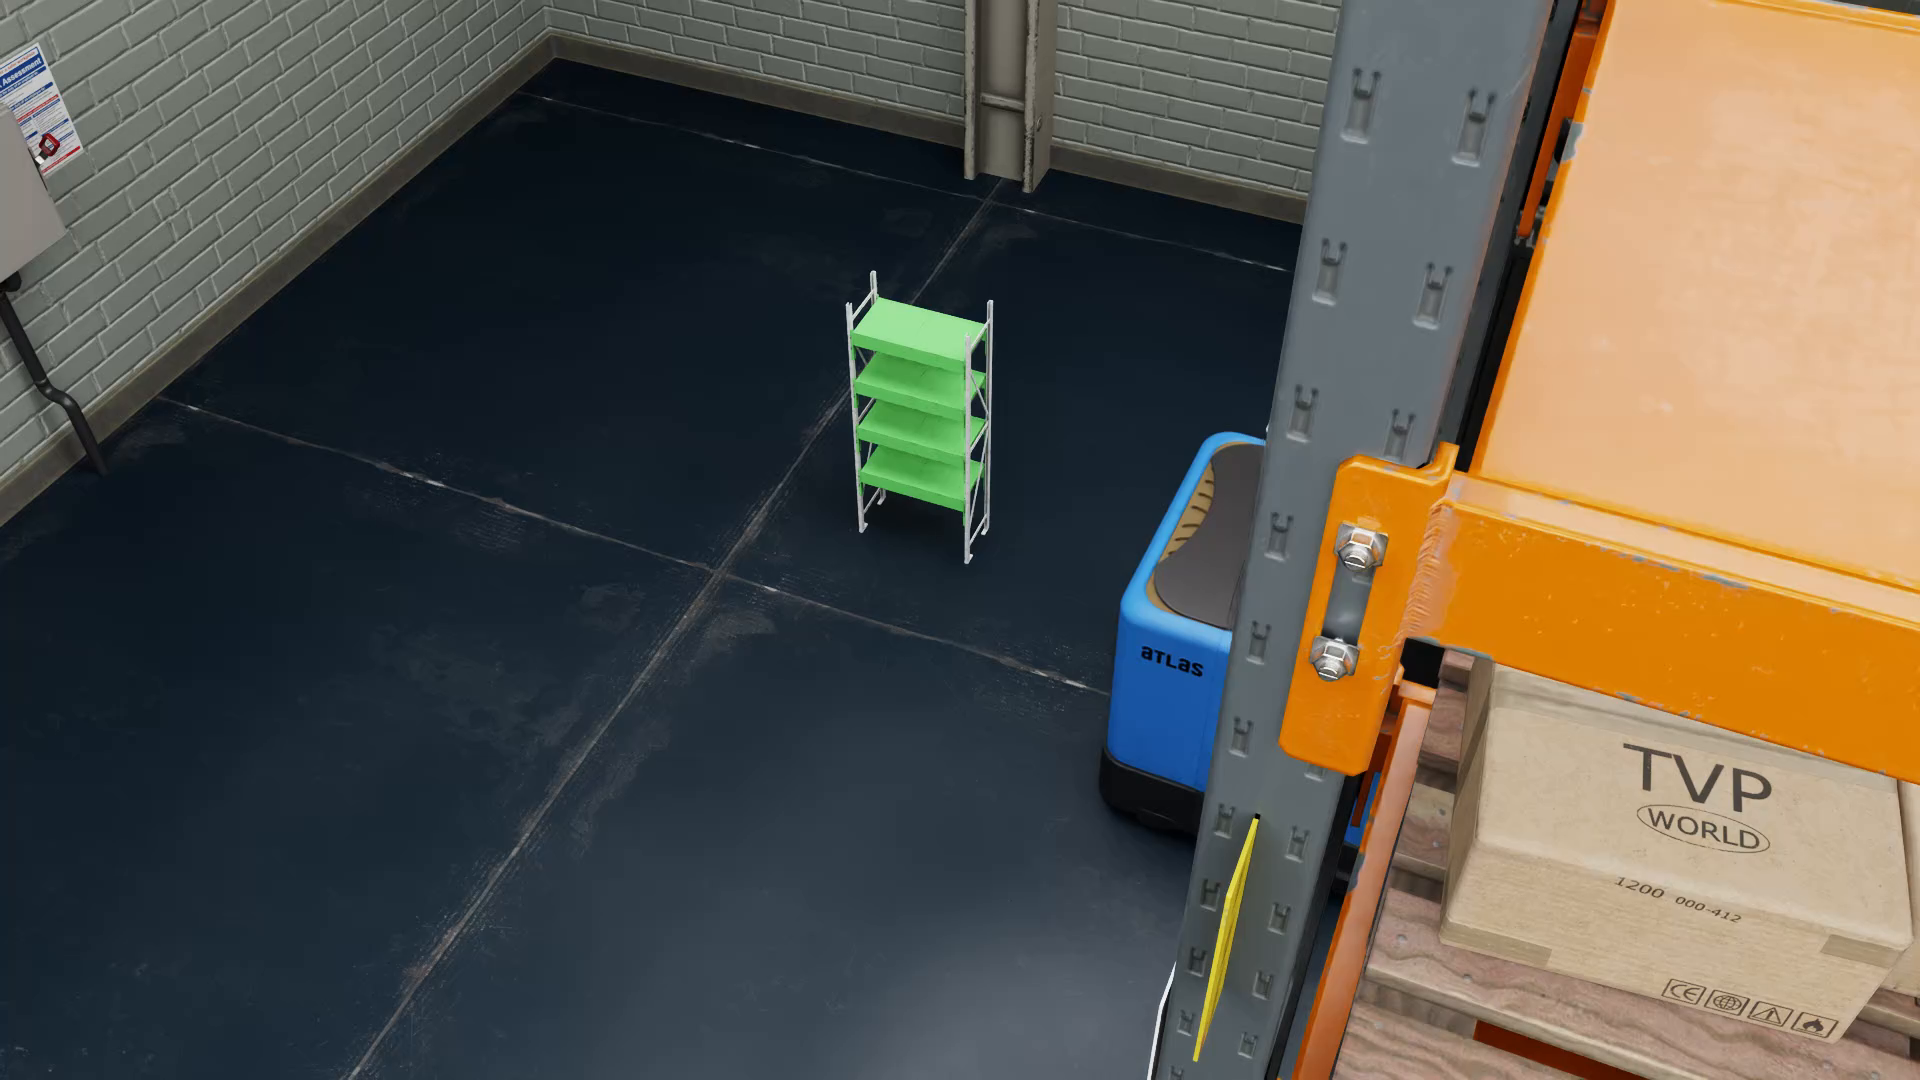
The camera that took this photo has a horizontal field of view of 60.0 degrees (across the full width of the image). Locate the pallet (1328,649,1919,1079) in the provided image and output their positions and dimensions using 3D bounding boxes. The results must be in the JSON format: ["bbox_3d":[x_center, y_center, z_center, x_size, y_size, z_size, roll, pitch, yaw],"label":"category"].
[{"bbox_3d":[1.184,0.627,2.268,1.213,0.211,1.003,16,47,16],"label":"pallet"}]

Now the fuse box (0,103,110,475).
[{"bbox_3d":[-3.775,-0.922,6.803,0.414,1.711,0.539,16,47,16],"label":"fuse box"}]

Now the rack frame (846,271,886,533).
[{"bbox_3d":[-0.378,-0.537,6.777,0.015,1.200,0.240,16,47,16],"label":"rack frame"}]

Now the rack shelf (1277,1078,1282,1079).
[{"bbox_3d":[2.341,2.263,3.198,4.000,0.370,1.077,16,47,16],"label":"rack shelf"}]

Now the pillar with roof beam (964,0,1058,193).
[{"bbox_3d":[-1.396,-2.411,3.132,0.400,9.000,9.100,16,47,16],"label":"pillar with roof beam"}]

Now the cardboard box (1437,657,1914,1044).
[{"bbox_3d":[0.945,0.334,2.238,0.500,0.250,0.500,12,46,12],"label":"cardboard box"}]

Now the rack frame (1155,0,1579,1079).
[{"bbox_3d":[0.495,-0.662,1.374,0.127,3.000,1.000,16,47,16],"label":"rack frame"}]

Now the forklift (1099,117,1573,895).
[{"bbox_3d":[2.069,0.049,4.961,3.031,2.935,1.130,18,47,17],"label":"forklift"}]

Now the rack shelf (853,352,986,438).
[{"bbox_3d":[-0.153,-0.595,6.587,0.480,0.148,0.258,16,47,16],"label":"rack shelf"}]

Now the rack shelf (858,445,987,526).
[{"bbox_3d":[-0.153,-0.255,6.925,0.480,0.148,0.258,16,47,16],"label":"rack shelf"}]

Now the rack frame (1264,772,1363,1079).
[{"bbox_3d":[0.495,1.465,3.490,0.127,3.000,1.000,16,47,16],"label":"rack frame"}]

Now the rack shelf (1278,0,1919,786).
[{"bbox_3d":[2.341,0.278,1.223,4.000,0.370,1.077,16,47,16],"label":"rack shelf"}]

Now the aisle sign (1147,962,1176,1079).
[{"bbox_3d":[0.317,0.712,2.403,0.004,0.787,0.394,16,47,16],"label":"aisle sign"}]

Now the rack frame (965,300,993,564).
[{"bbox_3d":[0.072,-0.404,6.644,0.015,1.200,0.240,16,47,16],"label":"rack frame"}]

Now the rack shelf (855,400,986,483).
[{"bbox_3d":[-0.153,-0.425,6.756,0.480,0.148,0.258,16,47,16],"label":"rack shelf"}]

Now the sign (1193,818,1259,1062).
[{"bbox_3d":[0.276,0.423,1.735,0.005,0.325,0.100,16,47,16],"label":"sign"}]

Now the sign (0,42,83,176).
[{"bbox_3d":[-3.776,-1.723,6.762,0.001,0.494,0.329,16,47,16],"label":"sign"}]

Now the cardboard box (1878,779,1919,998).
[{"bbox_3d":[1.363,0.431,2.212,0.250,0.149,0.380,13,46,13],"label":"cardboard box"}]

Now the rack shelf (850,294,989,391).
[{"bbox_3d":[-0.153,-0.765,6.417,0.480,0.148,0.258,16,47,16],"label":"rack shelf"}]

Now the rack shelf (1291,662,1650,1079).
[{"bbox_3d":[2.341,1.199,2.140,4.000,0.370,1.077,16,47,16],"label":"rack shelf"}]

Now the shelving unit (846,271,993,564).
[{"bbox_3d":[-0.153,-0.470,6.711,0.503,1.200,0.258,16,47,16],"label":"shelving unit"}]
